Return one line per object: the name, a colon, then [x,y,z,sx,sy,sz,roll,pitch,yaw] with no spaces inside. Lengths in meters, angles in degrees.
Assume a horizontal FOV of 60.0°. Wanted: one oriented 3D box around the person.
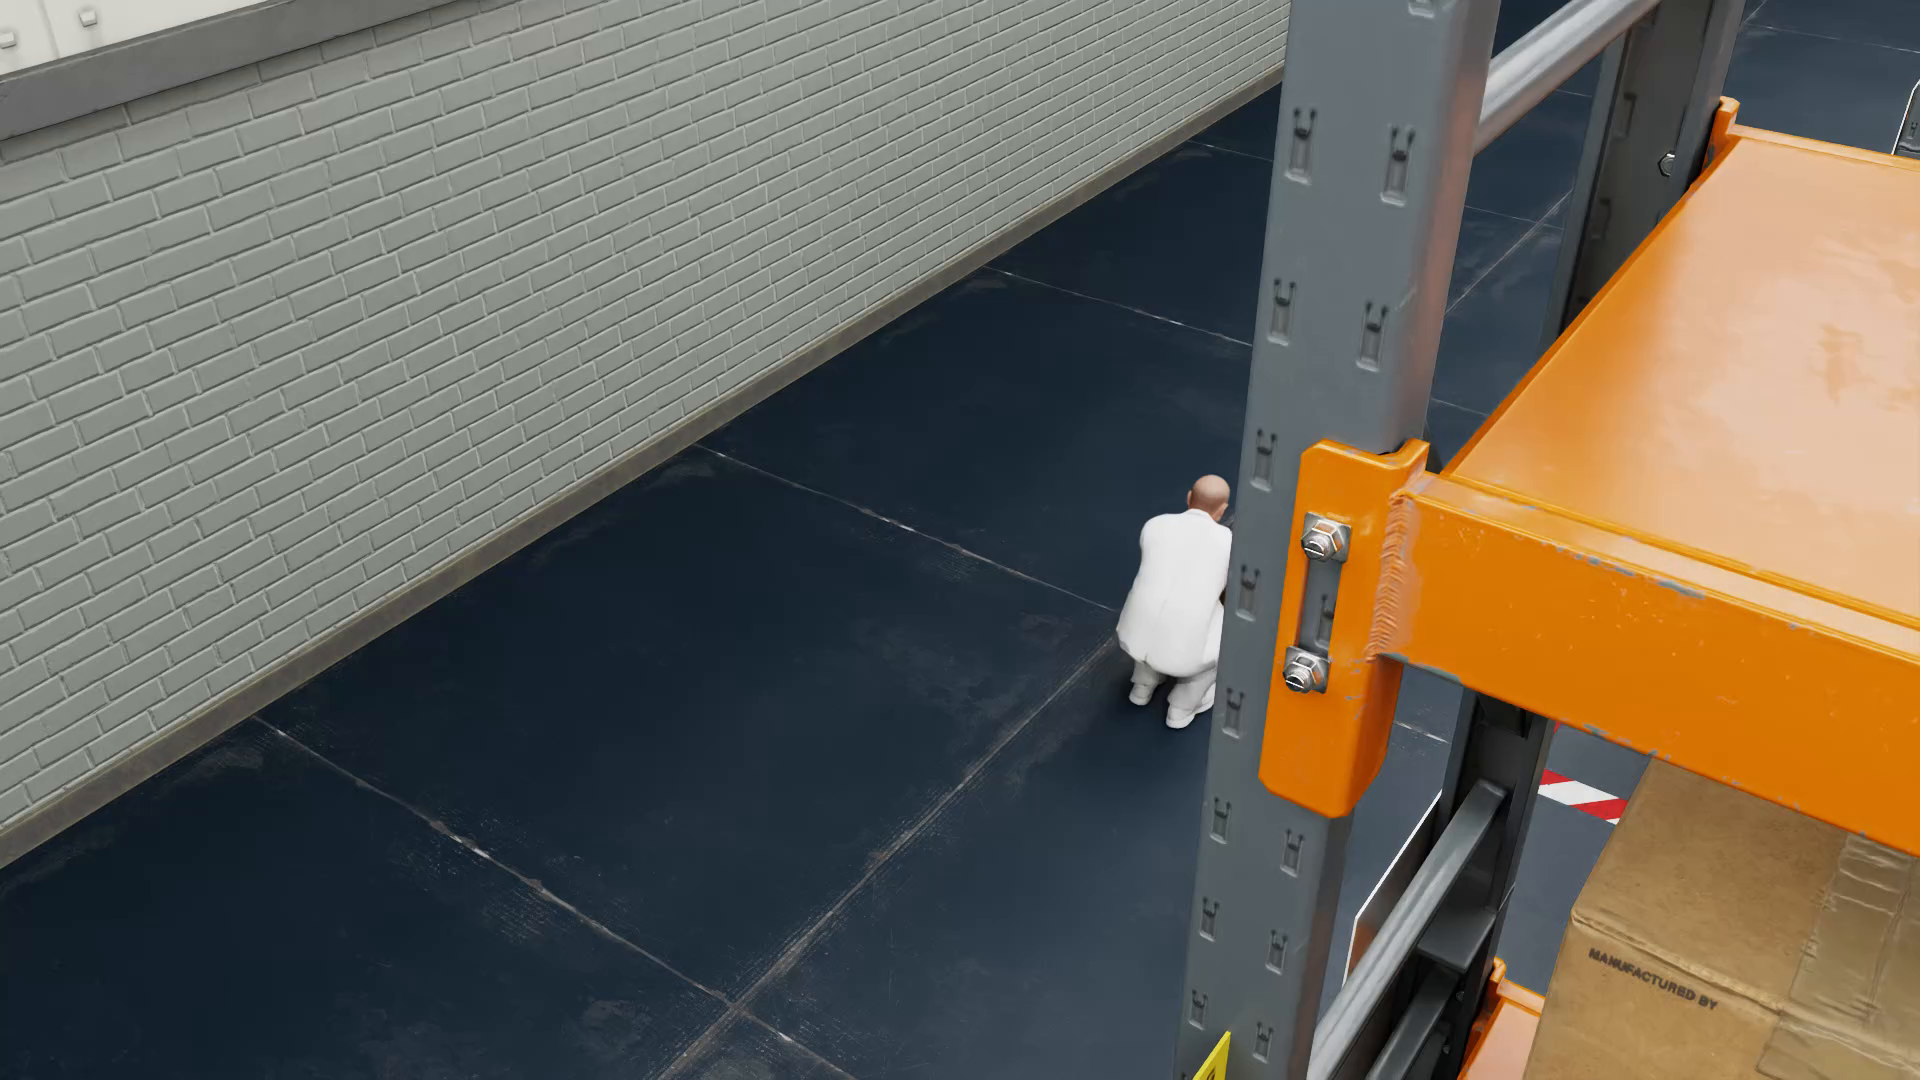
person: [1.060,0.259,7.646,0.585,1.005,0.918,21,39,27]
